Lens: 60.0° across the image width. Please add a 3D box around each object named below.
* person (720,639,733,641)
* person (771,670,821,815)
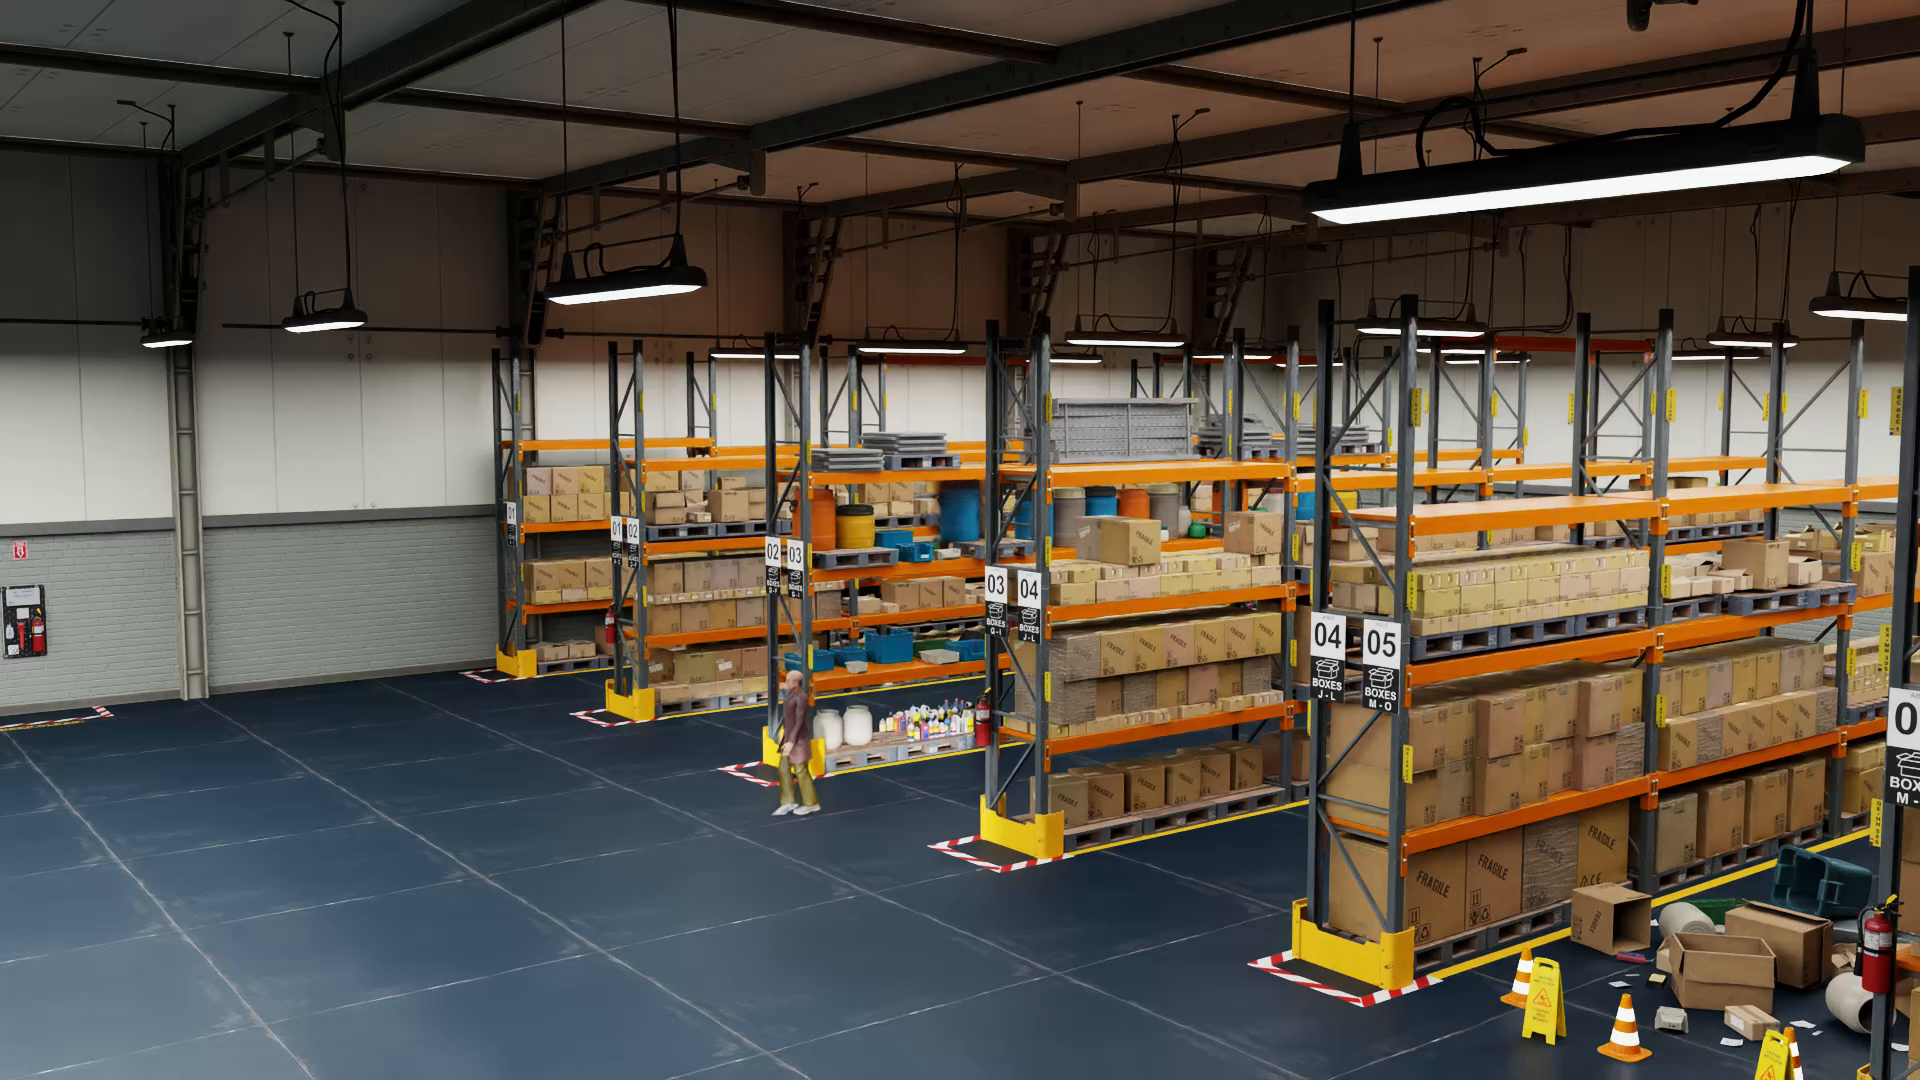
[{"bbox_3d":[-4.221,1.671,30.729,0.497,1.554,0.899,4,6,38],"label":"person"},{"bbox_3d":[-2.021,2.511,20.397,0.609,1.849,0.643,-2,5,-20],"label":"person"}]
